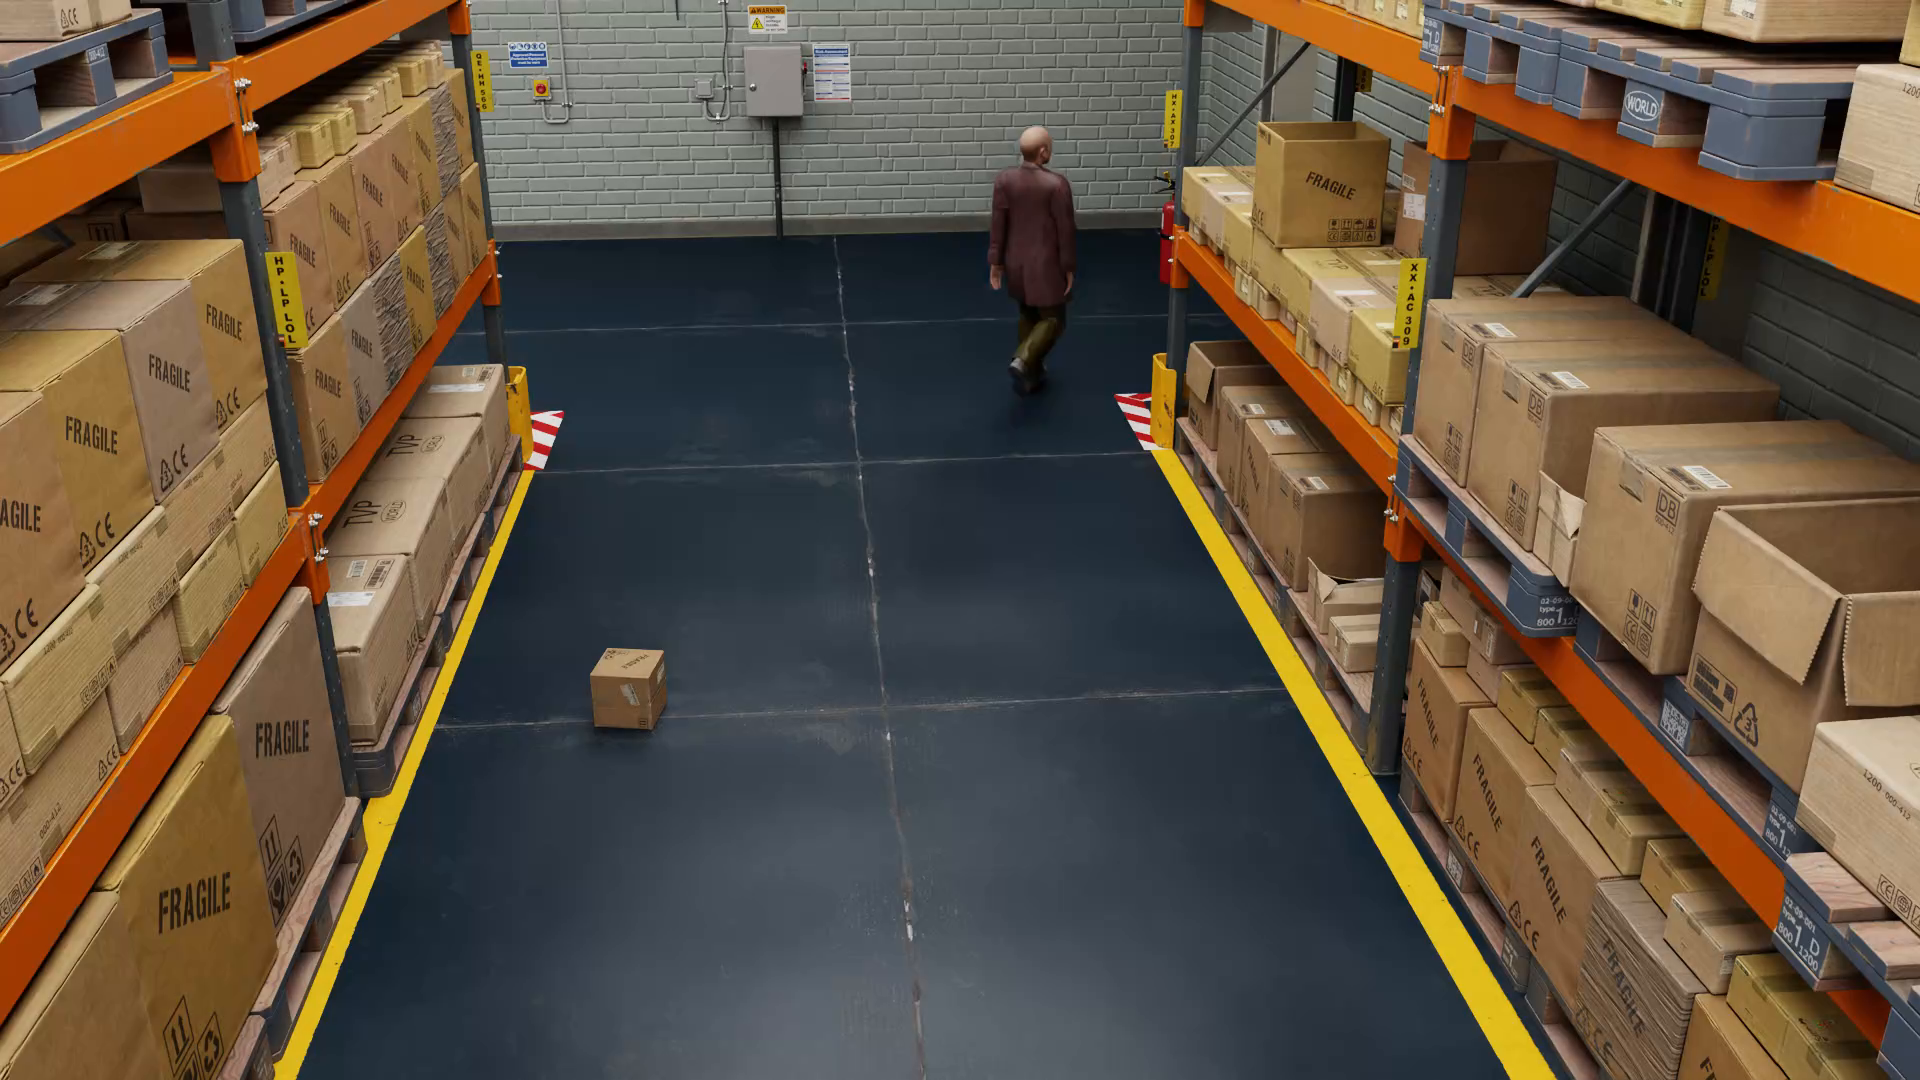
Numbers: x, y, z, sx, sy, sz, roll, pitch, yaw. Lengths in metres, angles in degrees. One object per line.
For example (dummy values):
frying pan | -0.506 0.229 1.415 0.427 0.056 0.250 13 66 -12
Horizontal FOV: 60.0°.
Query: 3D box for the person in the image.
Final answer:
person | 0.463 -1.762 10.664 0.615 1.752 0.843 13 26 27
